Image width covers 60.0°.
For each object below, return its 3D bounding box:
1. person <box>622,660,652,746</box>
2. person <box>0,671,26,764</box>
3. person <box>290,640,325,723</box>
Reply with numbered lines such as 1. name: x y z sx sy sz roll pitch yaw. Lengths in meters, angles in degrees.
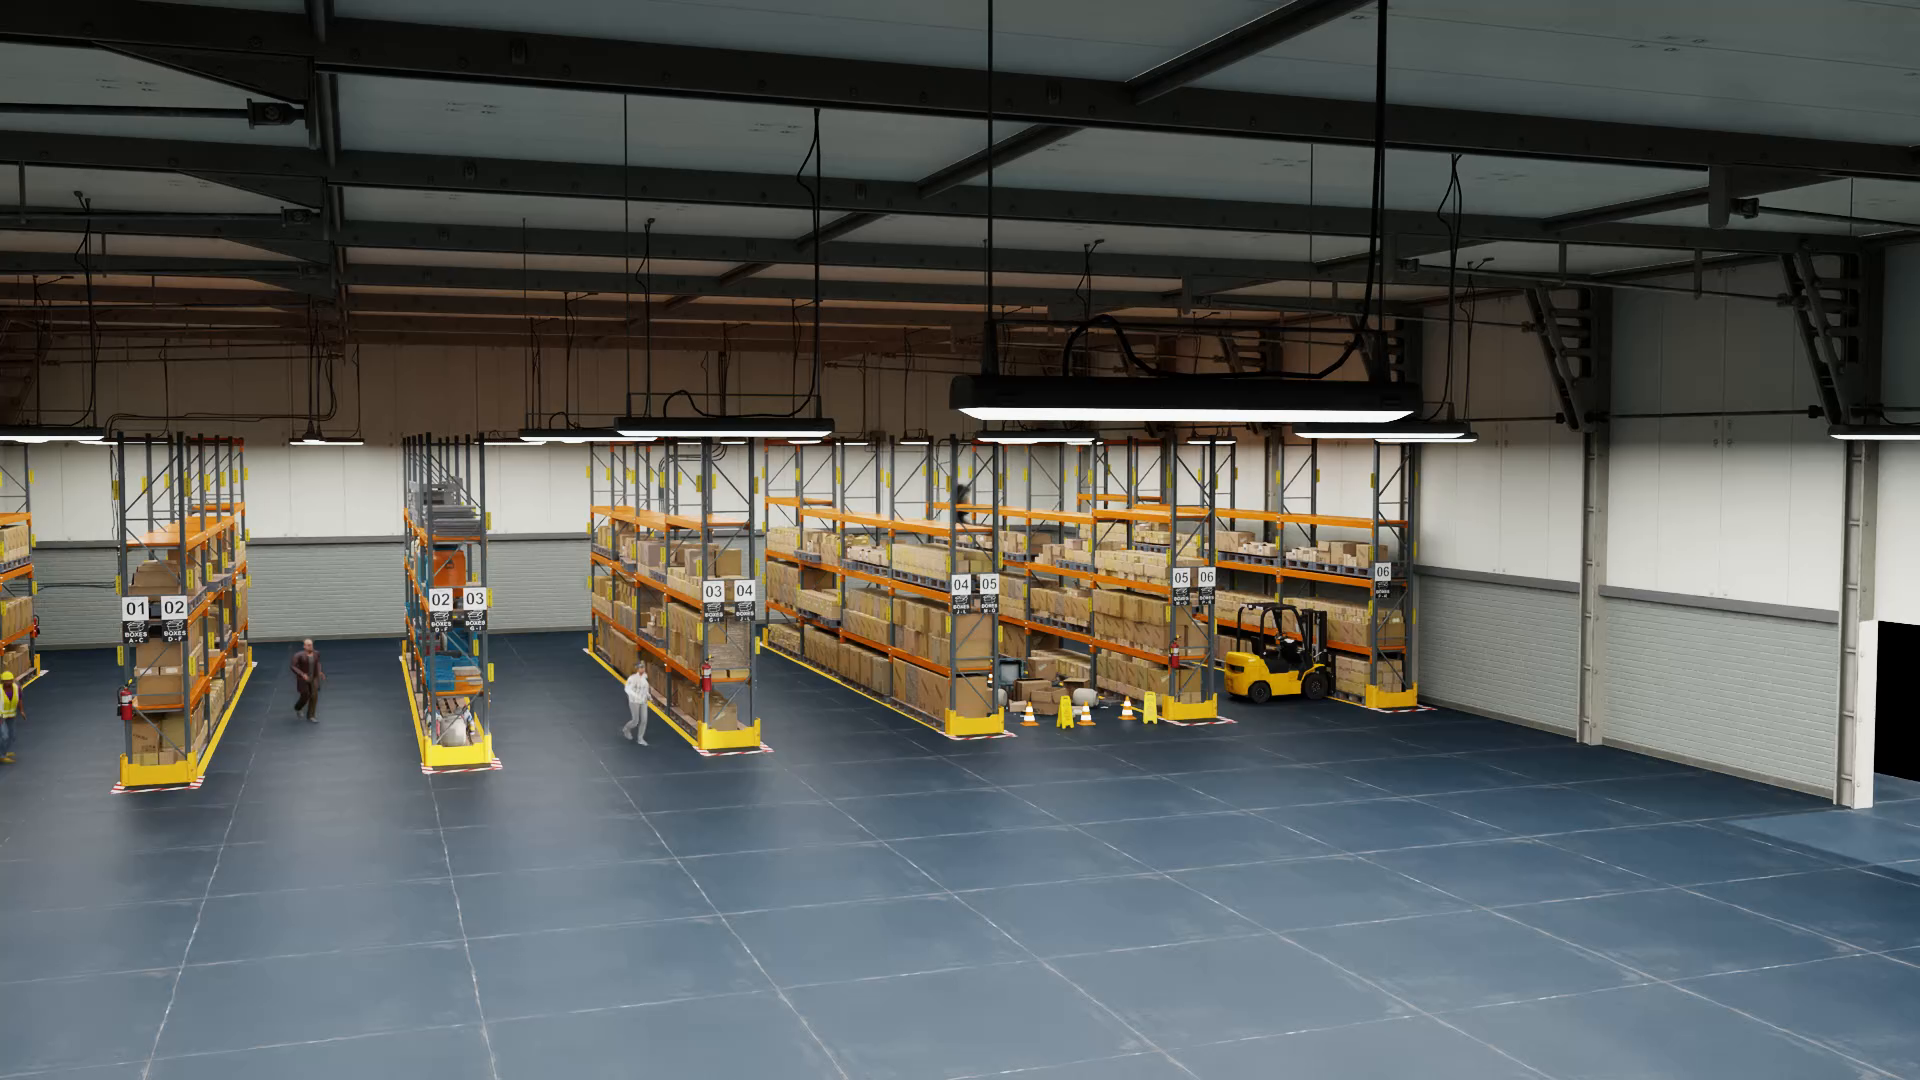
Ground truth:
1. person: -6.280 3.127 32.167 0.606 1.649 0.744 -3 4 -44
2. person: -17.380 3.211 30.195 0.824 1.695 0.665 2 4 27
3. person: -13.694 2.933 34.777 0.701 1.736 0.884 -3 4 -42
